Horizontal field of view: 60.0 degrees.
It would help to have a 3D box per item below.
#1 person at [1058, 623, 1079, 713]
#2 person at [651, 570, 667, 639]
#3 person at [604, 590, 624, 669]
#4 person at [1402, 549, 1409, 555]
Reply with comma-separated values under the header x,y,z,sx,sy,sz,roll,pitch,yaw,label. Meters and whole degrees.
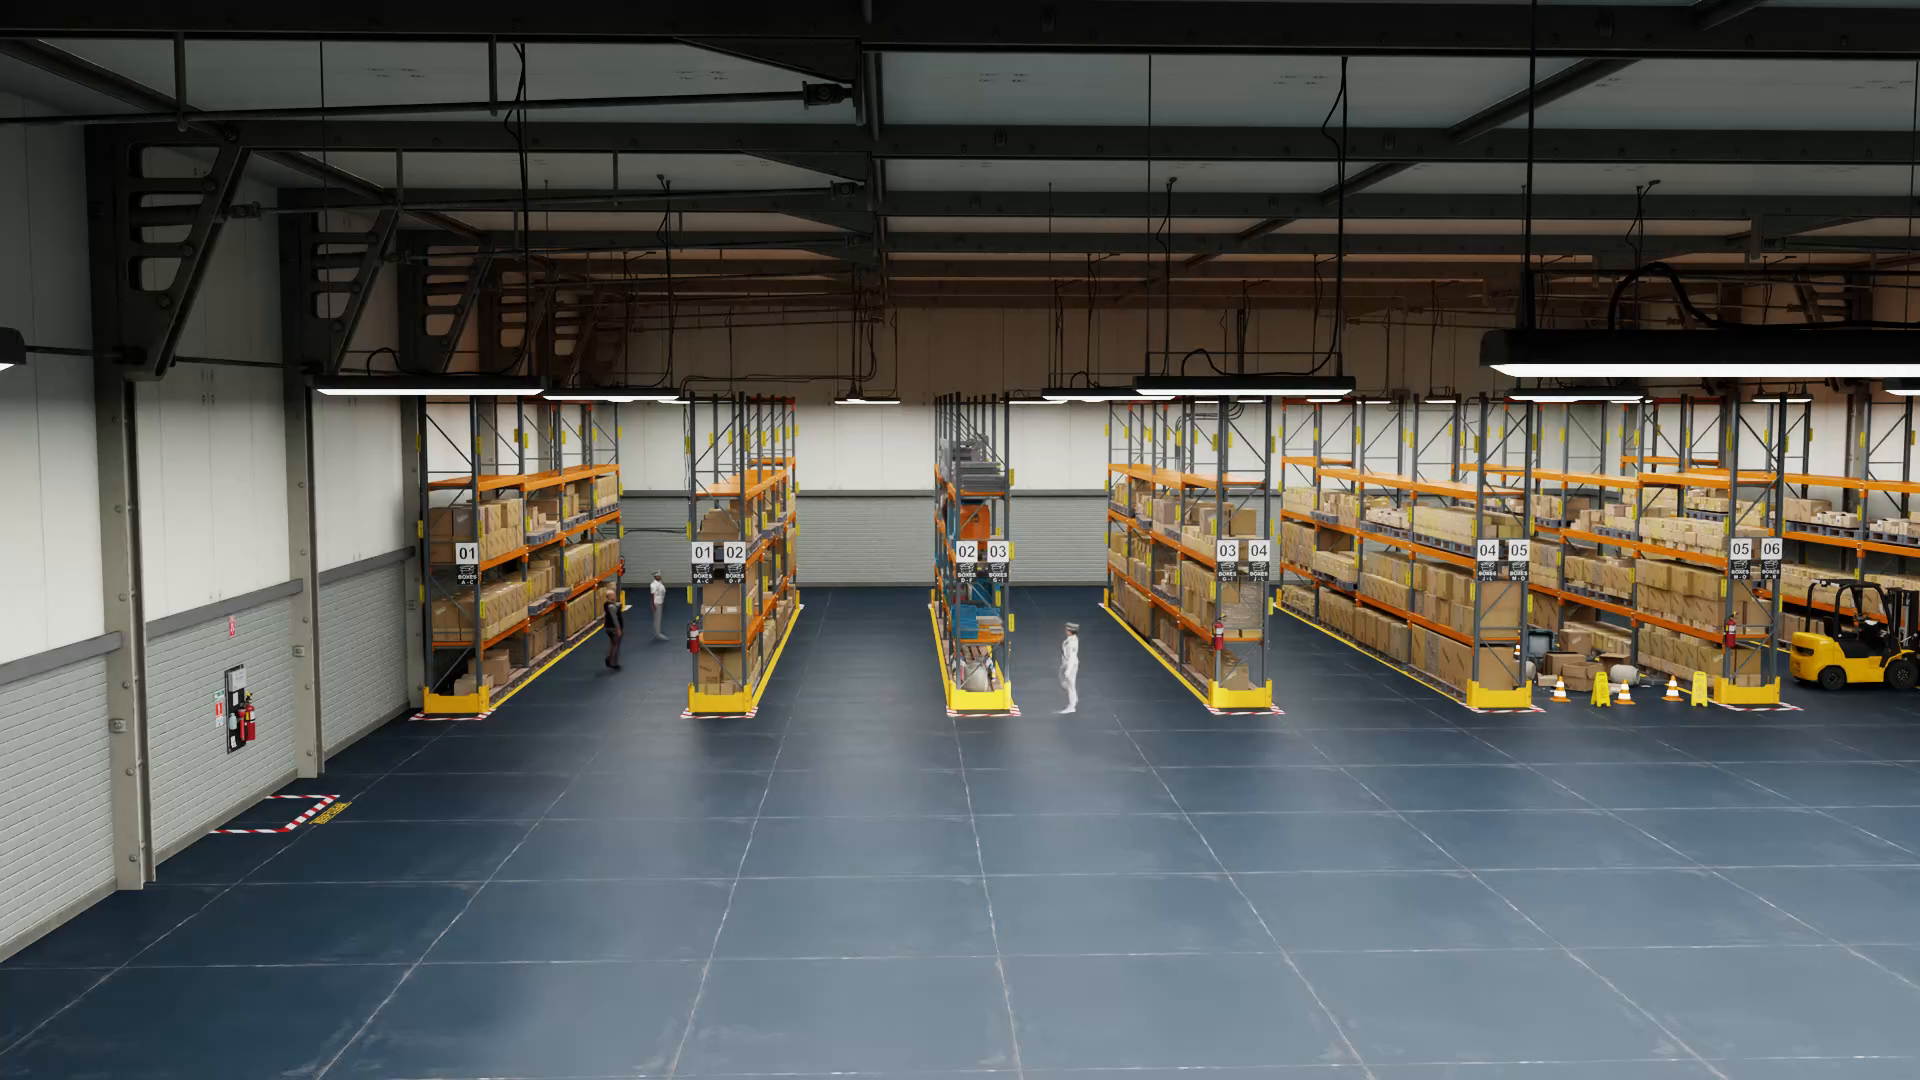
x,y,z,sx,sy,sz,roll,pitch,yaw,label
2.050,2.381,31.200,0.467,1.675,0.569,-1,5,-16,person
-7.426,1.591,41.144,0.420,1.696,0.482,0,5,5,person
-7.551,1.944,36.285,0.545,1.713,0.480,4,6,39,person
13.858,0.802,51.388,0.884,1.584,0.550,-1,5,-16,person
